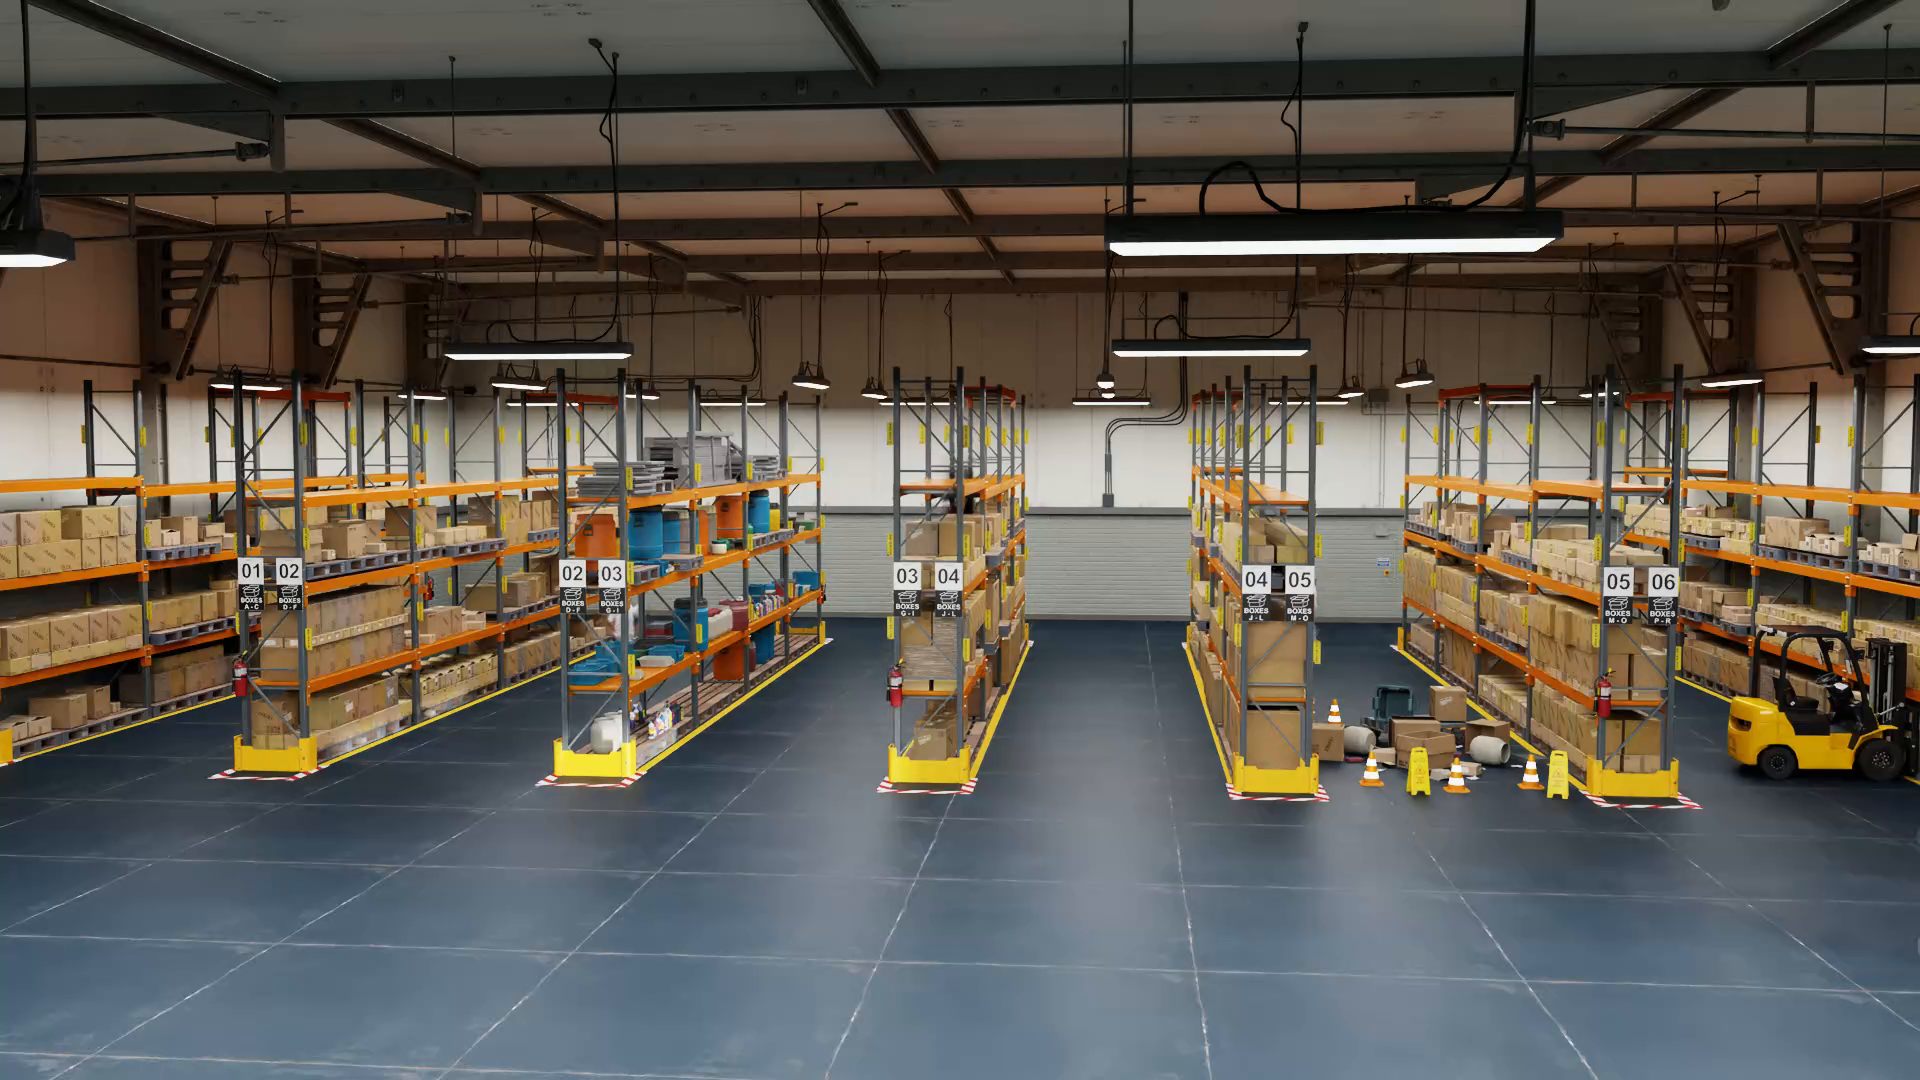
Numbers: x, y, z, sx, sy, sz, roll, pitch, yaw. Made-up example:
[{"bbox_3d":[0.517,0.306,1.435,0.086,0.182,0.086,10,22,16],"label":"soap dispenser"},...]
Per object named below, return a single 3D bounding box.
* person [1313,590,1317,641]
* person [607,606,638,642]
[{"bbox_3d":[8.419,1.654,40.500,0.549,1.666,0.598,0,4,8],"label":"person"},{"bbox_3d":[-6.919,1.974,34.303,0.714,1.750,0.879,0,4,-7],"label":"person"}]
